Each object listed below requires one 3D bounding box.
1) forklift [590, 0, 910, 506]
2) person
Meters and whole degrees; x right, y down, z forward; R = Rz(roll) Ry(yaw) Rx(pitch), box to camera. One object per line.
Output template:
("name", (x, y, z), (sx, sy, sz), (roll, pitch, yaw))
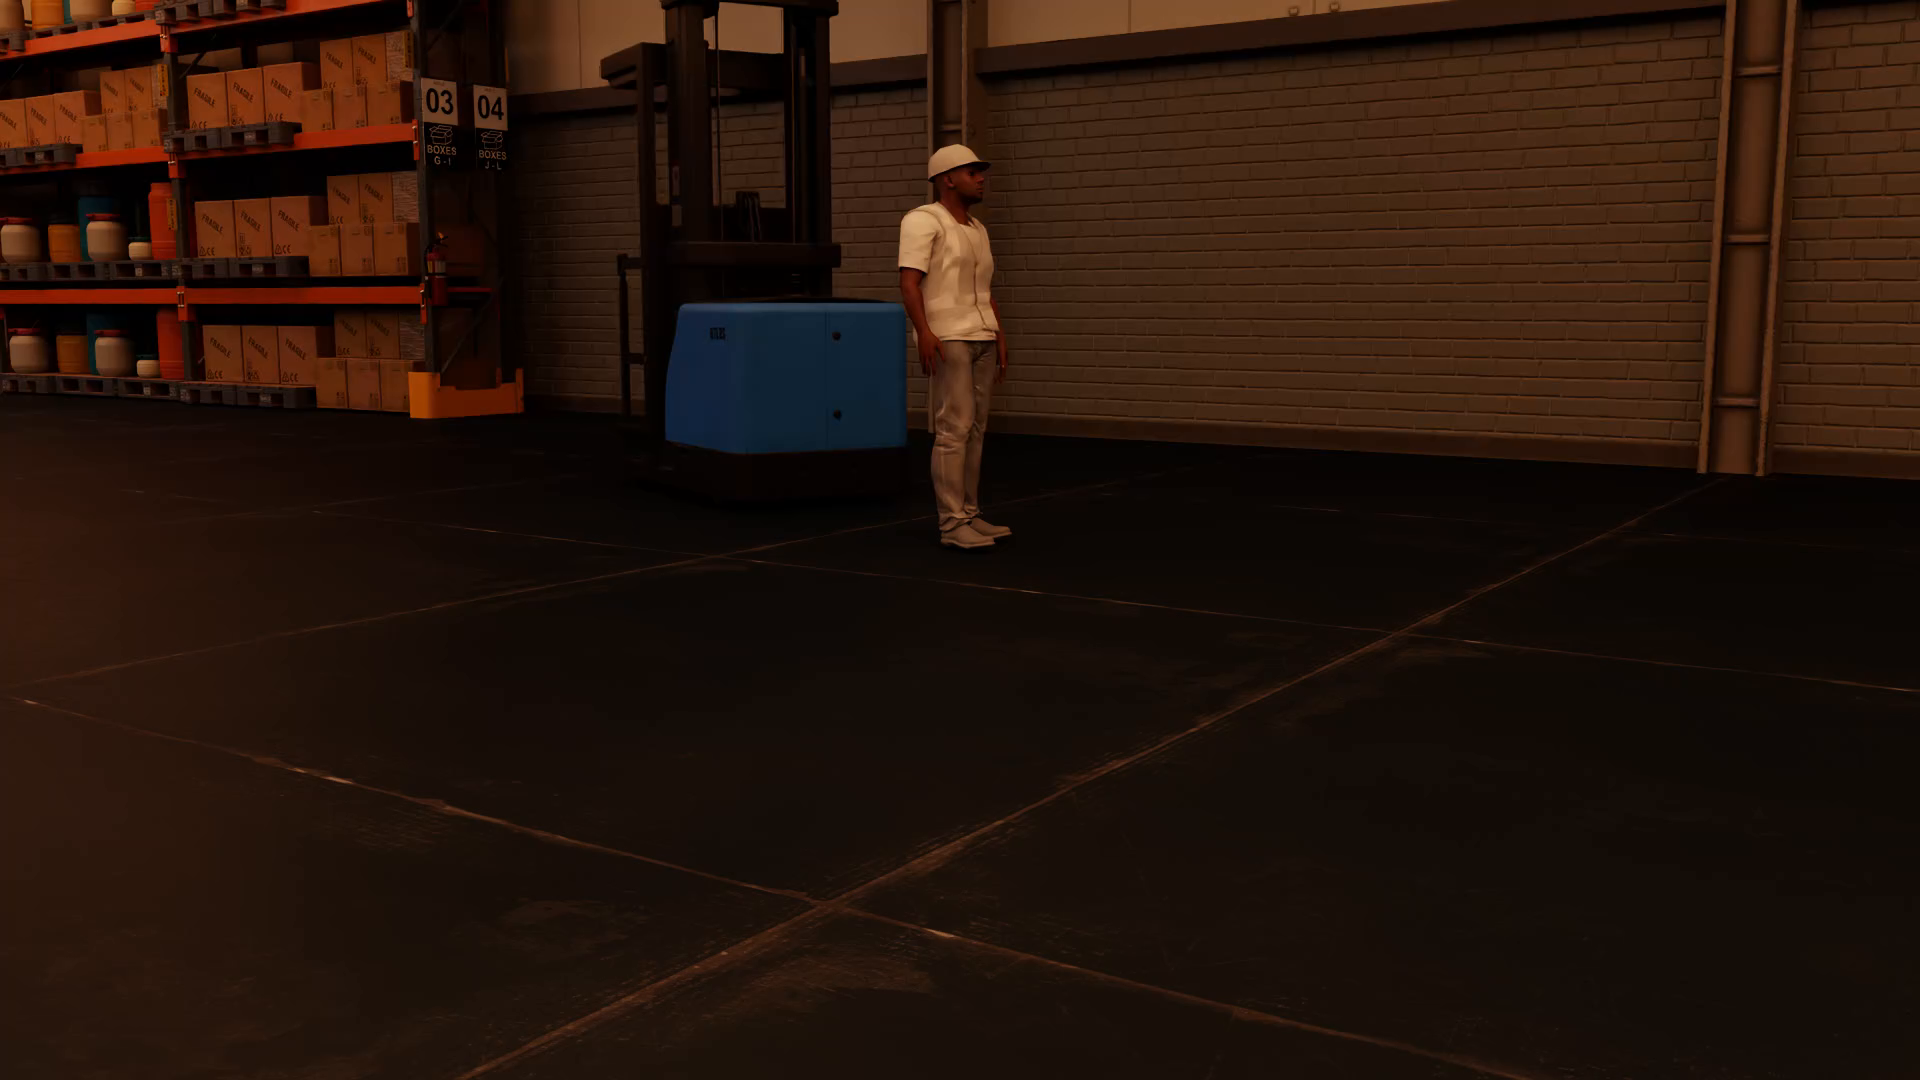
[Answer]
("forklift", (-1.434, -1.796, 9.820), (1.130, 2.935, 3.031), (-5, 9, -29))
("person", (0.055, -0.875, 7.435), (0.575, 1.768, 0.666), (5, 10, 34))
